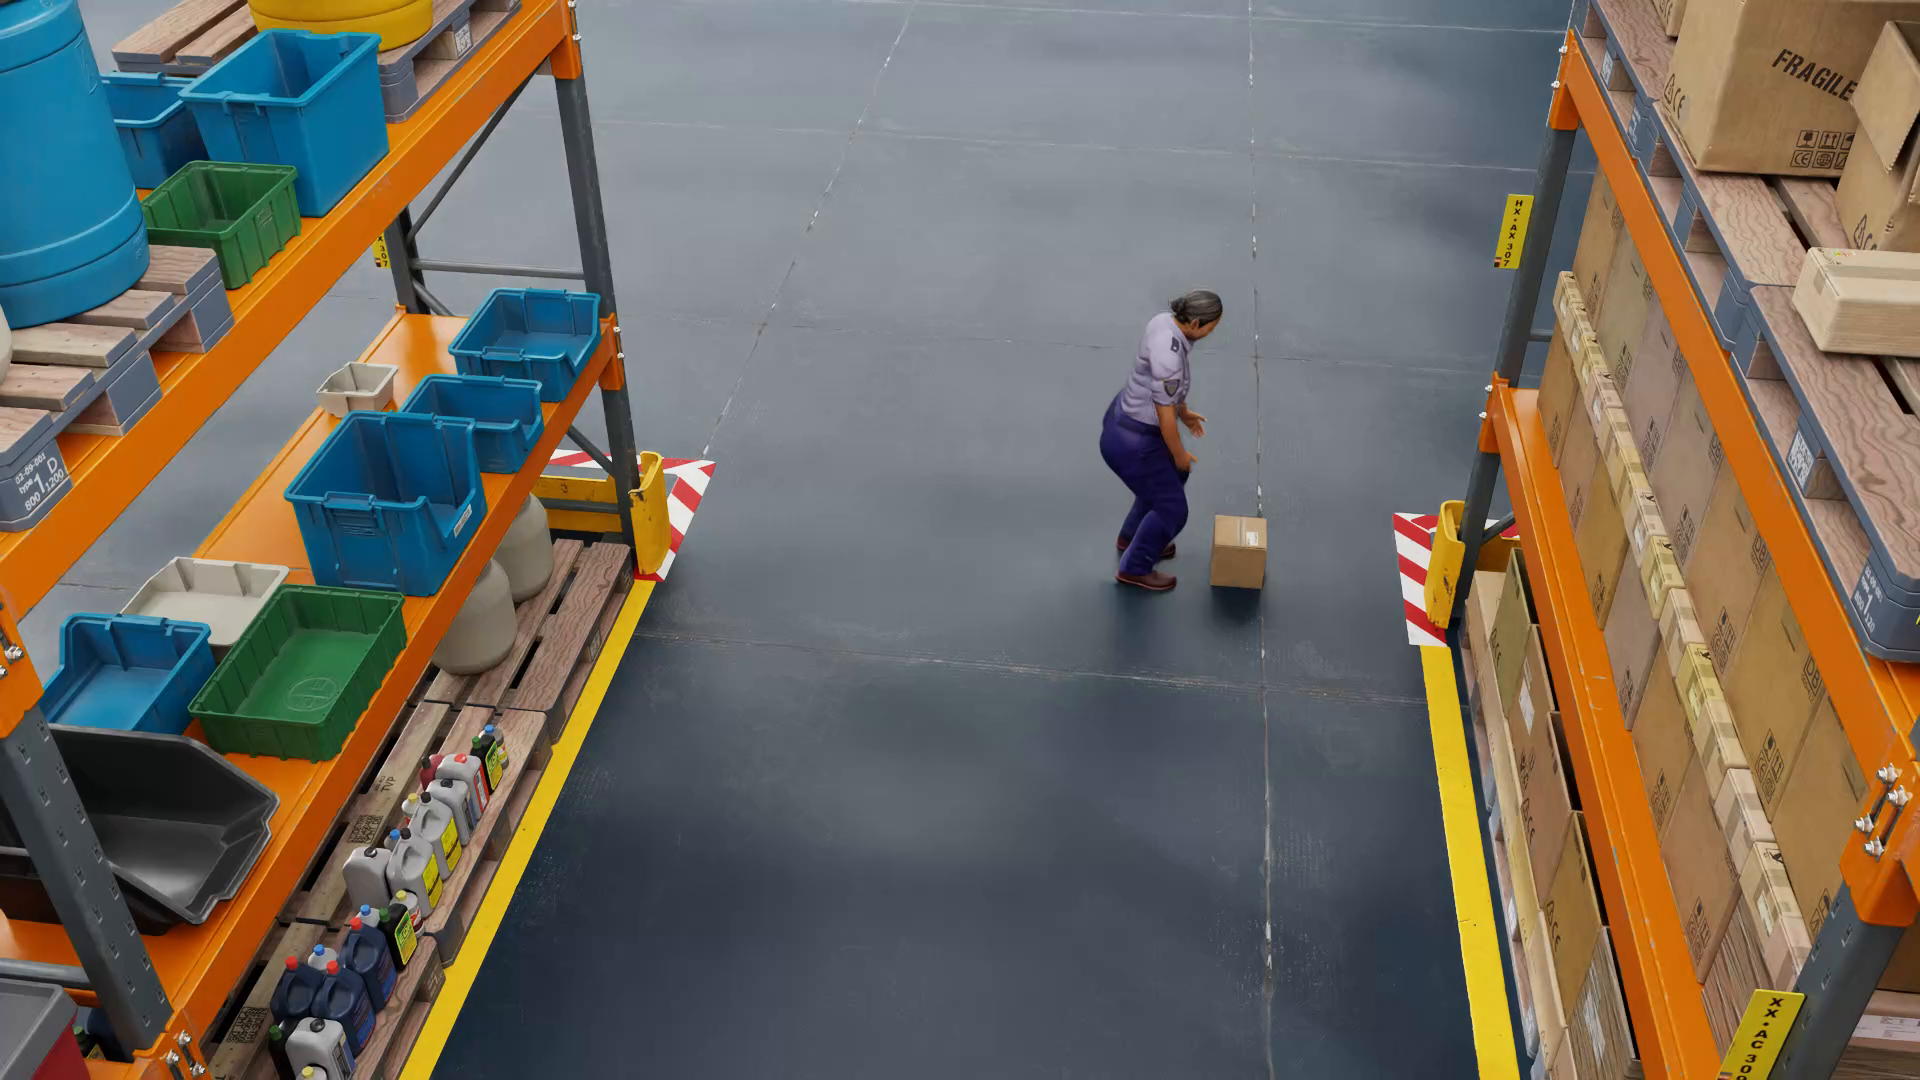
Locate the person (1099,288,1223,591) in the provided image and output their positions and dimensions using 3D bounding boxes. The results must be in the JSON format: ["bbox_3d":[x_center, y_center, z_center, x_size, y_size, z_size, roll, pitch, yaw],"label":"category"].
[{"bbox_3d":[0.921,-0.499,7.851,0.507,1.517,0.519,5,37,7],"label":"person"}]
